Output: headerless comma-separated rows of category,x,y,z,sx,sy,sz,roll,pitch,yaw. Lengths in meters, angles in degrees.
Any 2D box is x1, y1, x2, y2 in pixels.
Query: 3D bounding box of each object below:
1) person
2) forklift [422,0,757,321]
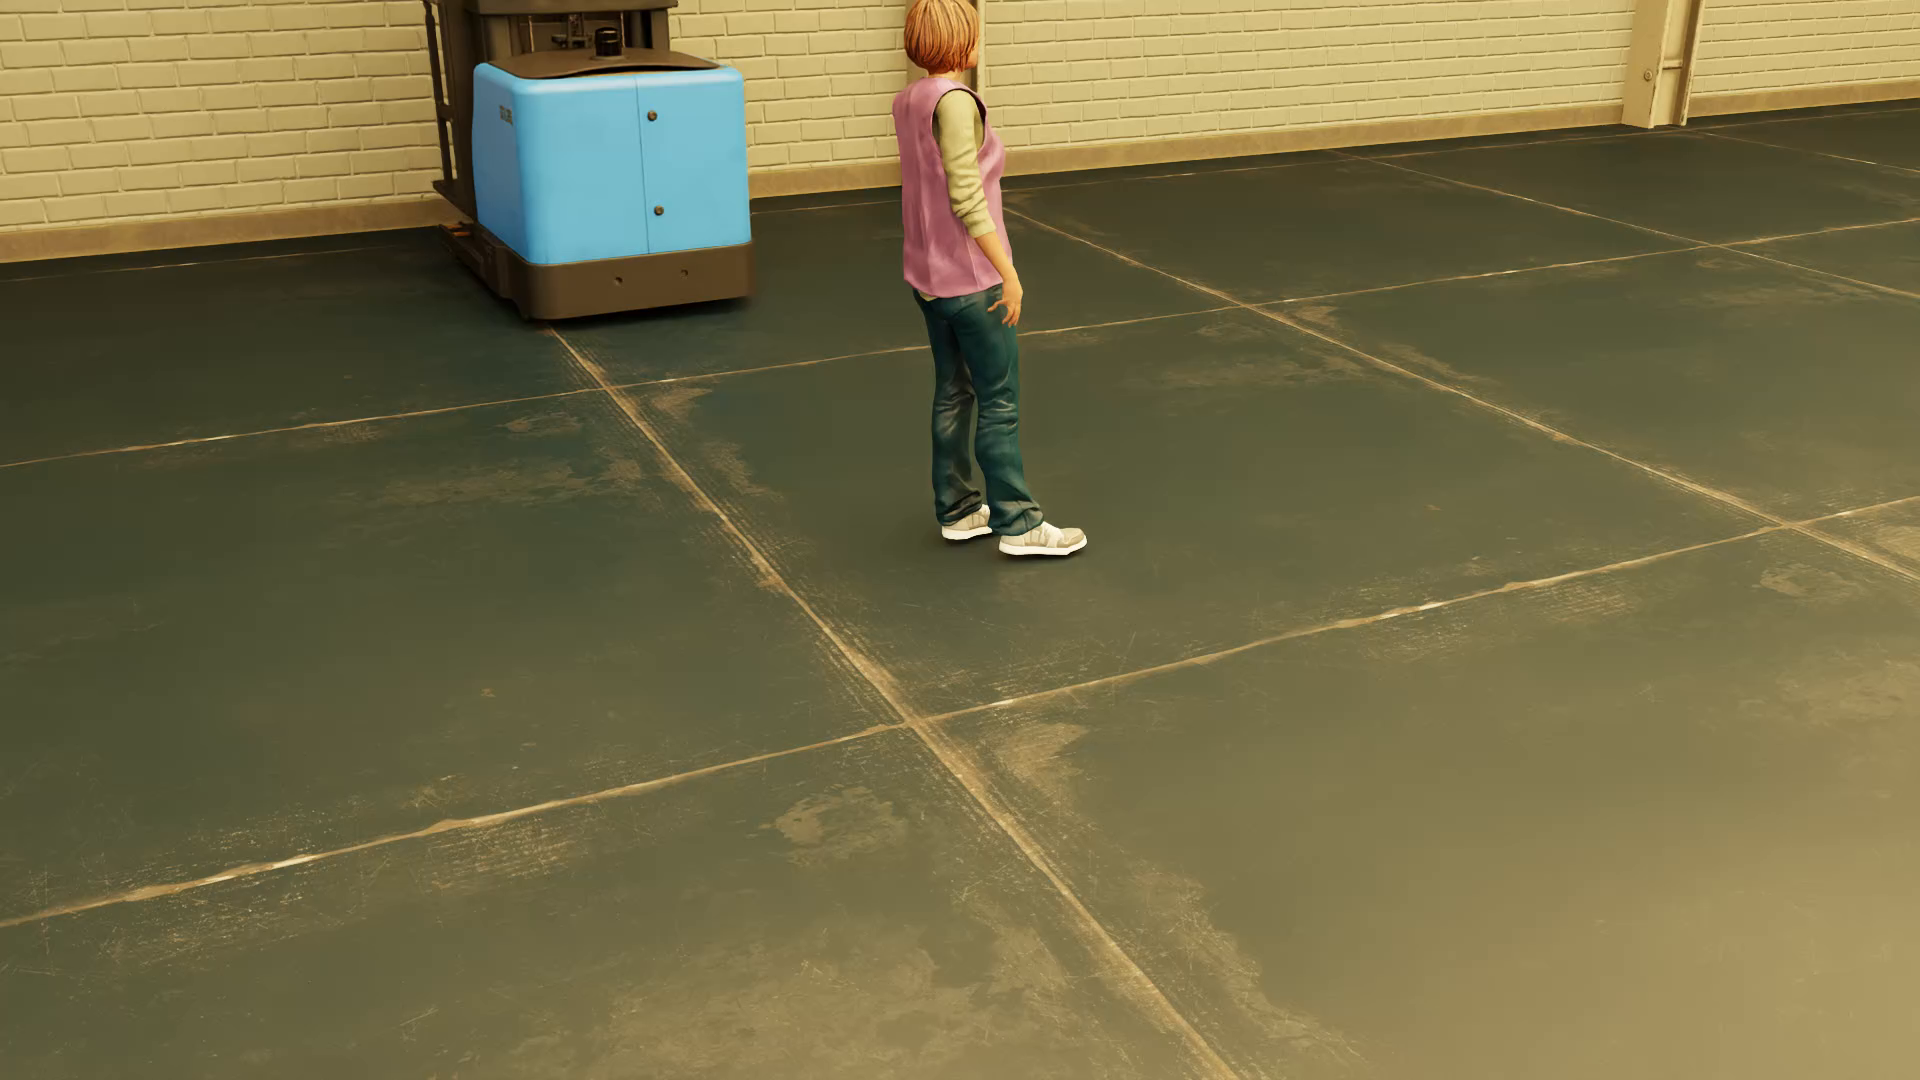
person,0.074,-0.752,4.815,0.473,1.599,0.520,-10,25,-23
forklift,-2.063,-2.837,8.115,1.130,2.935,3.031,-11,25,-25
